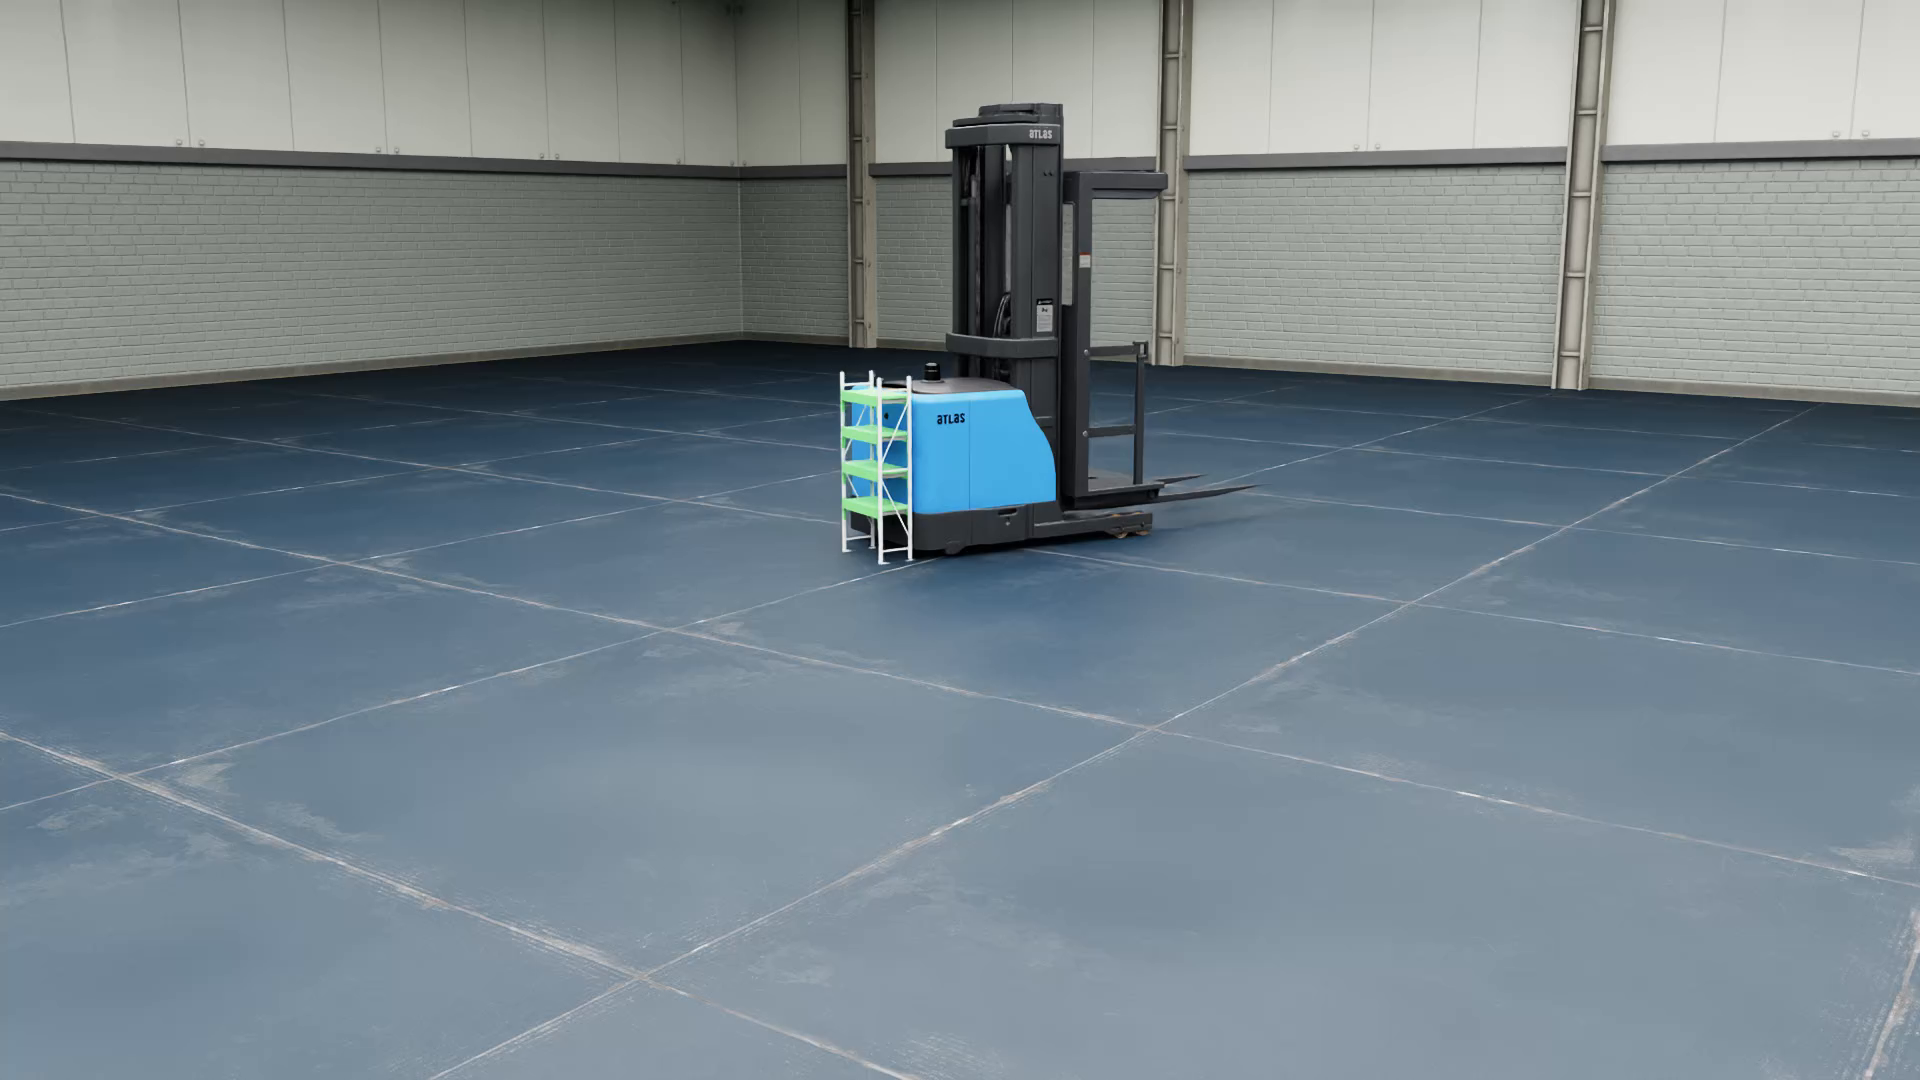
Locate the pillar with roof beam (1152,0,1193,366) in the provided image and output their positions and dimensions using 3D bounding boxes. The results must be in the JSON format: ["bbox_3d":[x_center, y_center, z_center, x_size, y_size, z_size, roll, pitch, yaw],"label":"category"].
[{"bbox_3d":[0.614,-6.423,21.037,0.400,9.000,9.100,8,13,36],"label":"pillar with roof beam"}]

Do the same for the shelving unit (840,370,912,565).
[{"bbox_3d":[-0.549,-0.483,10.867,0.258,1.200,0.503,-7,13,-32],"label":"shelving unit"}]

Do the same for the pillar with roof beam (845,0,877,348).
[{"bbox_3d":[-4.222,-7.097,24.524,0.400,9.000,9.100,8,13,36],"label":"pillar with roof beam"}]

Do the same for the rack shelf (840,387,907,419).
[{"bbox_3d":[-0.549,-0.892,10.788,0.258,0.148,0.480,-7,13,-32],"label":"rack shelf"}]

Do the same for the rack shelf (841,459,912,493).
[{"bbox_3d":[-0.549,-0.420,10.880,0.258,0.148,0.480,-7,13,-32],"label":"rack shelf"}]

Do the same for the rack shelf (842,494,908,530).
[{"bbox_3d":[-0.549,-0.185,10.925,0.258,0.148,0.480,-7,13,-32],"label":"rack shelf"}]

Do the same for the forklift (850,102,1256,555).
[{"bbox_3d":[0.761,-1.529,11.718,3.031,2.935,1.130,-7,13,-31],"label":"forklift"}]

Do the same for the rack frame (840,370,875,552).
[{"bbox_3d":[-0.680,-0.522,11.069,0.240,1.200,0.015,-7,13,-32],"label":"rack frame"}]

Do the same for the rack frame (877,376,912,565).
[{"bbox_3d":[-0.418,-0.444,10.665,0.240,1.200,0.015,-7,13,-32],"label":"rack frame"}]

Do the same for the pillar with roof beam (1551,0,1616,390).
[{"bbox_3d":[5.450,-5.748,17.550,0.400,9.000,9.100,8,13,36],"label":"pillar with roof beam"}]

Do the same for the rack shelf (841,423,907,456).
[{"bbox_3d":[-0.549,-0.656,10.834,0.258,0.148,0.480,-7,13,-32],"label":"rack shelf"}]
